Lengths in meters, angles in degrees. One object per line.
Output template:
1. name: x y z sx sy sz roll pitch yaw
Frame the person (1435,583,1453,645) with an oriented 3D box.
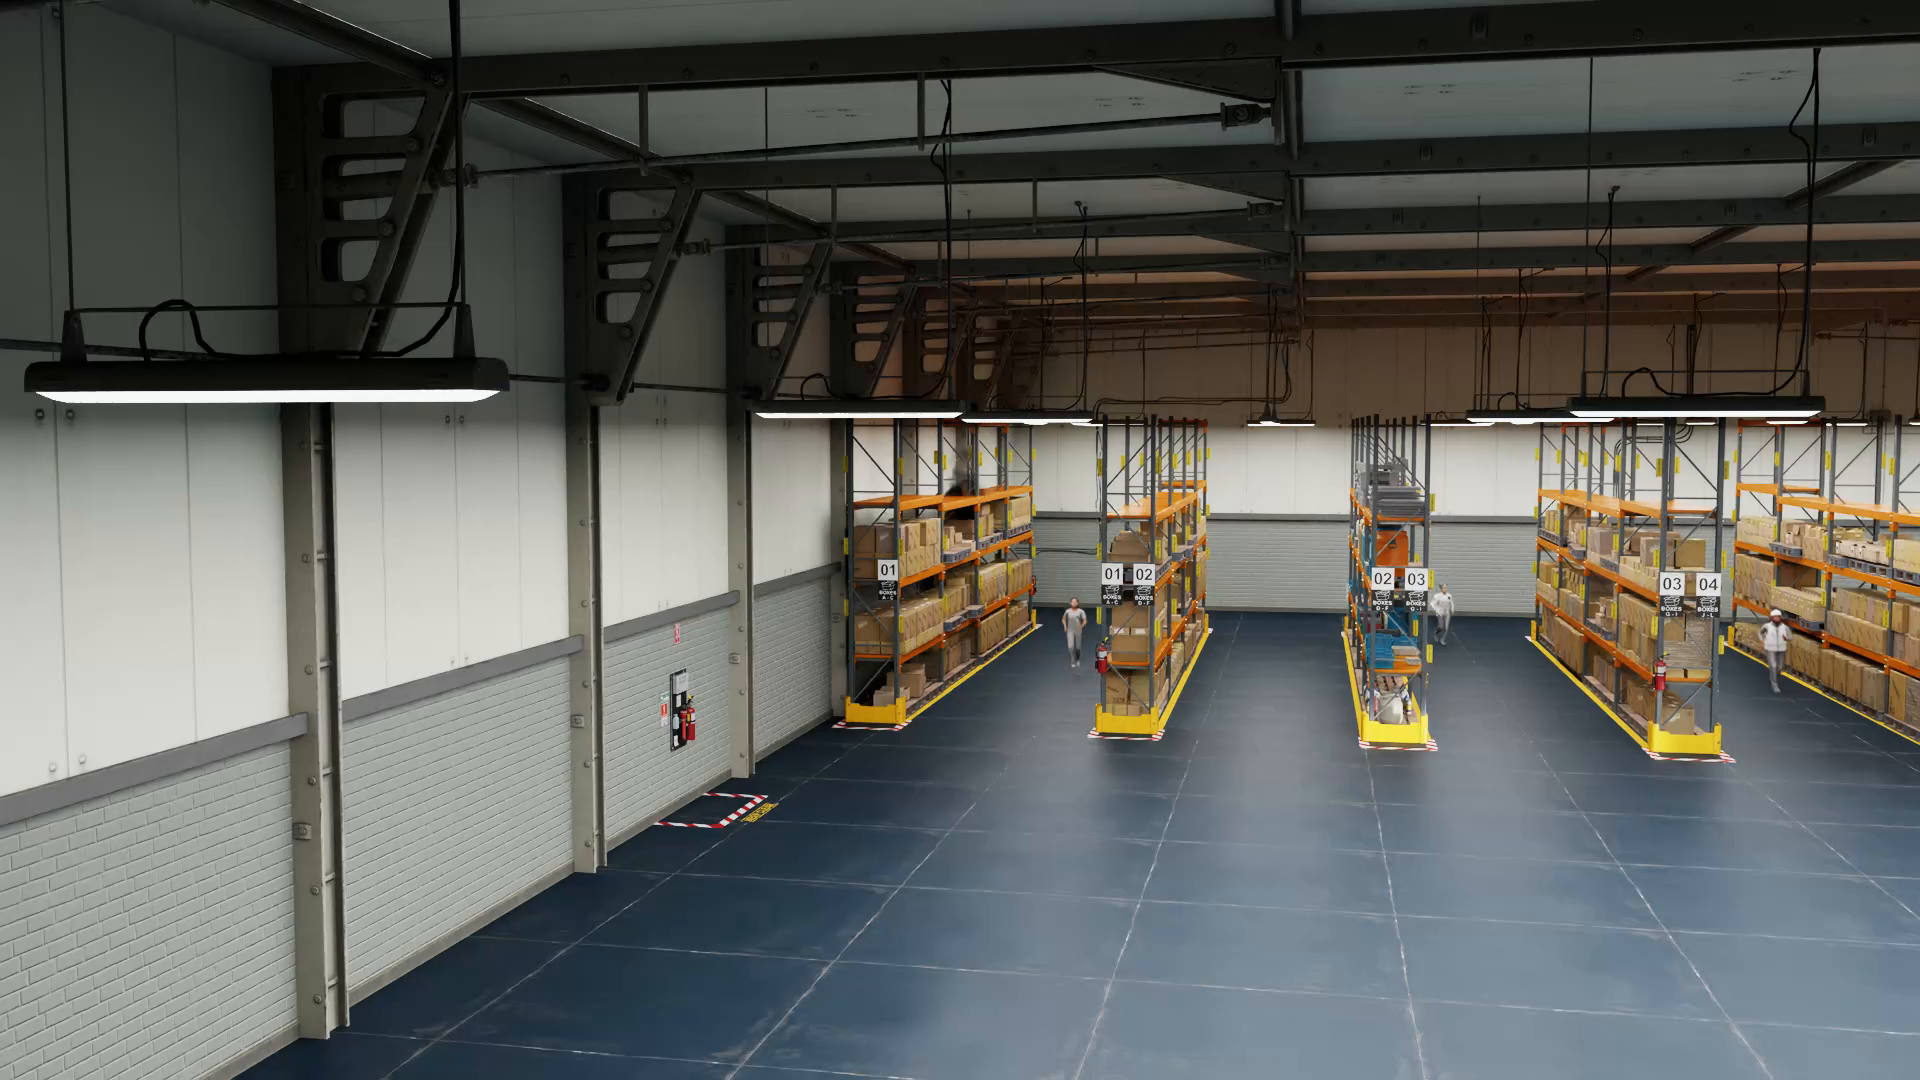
1. person: 12.822 1.958 44.109 0.424 1.651 0.539 0 4 -4

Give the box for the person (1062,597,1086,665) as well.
1. person: 2.595 2.080 37.958 0.564 1.538 0.460 1 4 8

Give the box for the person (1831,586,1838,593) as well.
1. person: 22.453 1.962 42.725 0.544 1.564 0.717 0 4 -5

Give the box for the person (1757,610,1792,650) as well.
1. person: 17.771 1.967 36.178 0.656 0.884 0.613 1 4 8
